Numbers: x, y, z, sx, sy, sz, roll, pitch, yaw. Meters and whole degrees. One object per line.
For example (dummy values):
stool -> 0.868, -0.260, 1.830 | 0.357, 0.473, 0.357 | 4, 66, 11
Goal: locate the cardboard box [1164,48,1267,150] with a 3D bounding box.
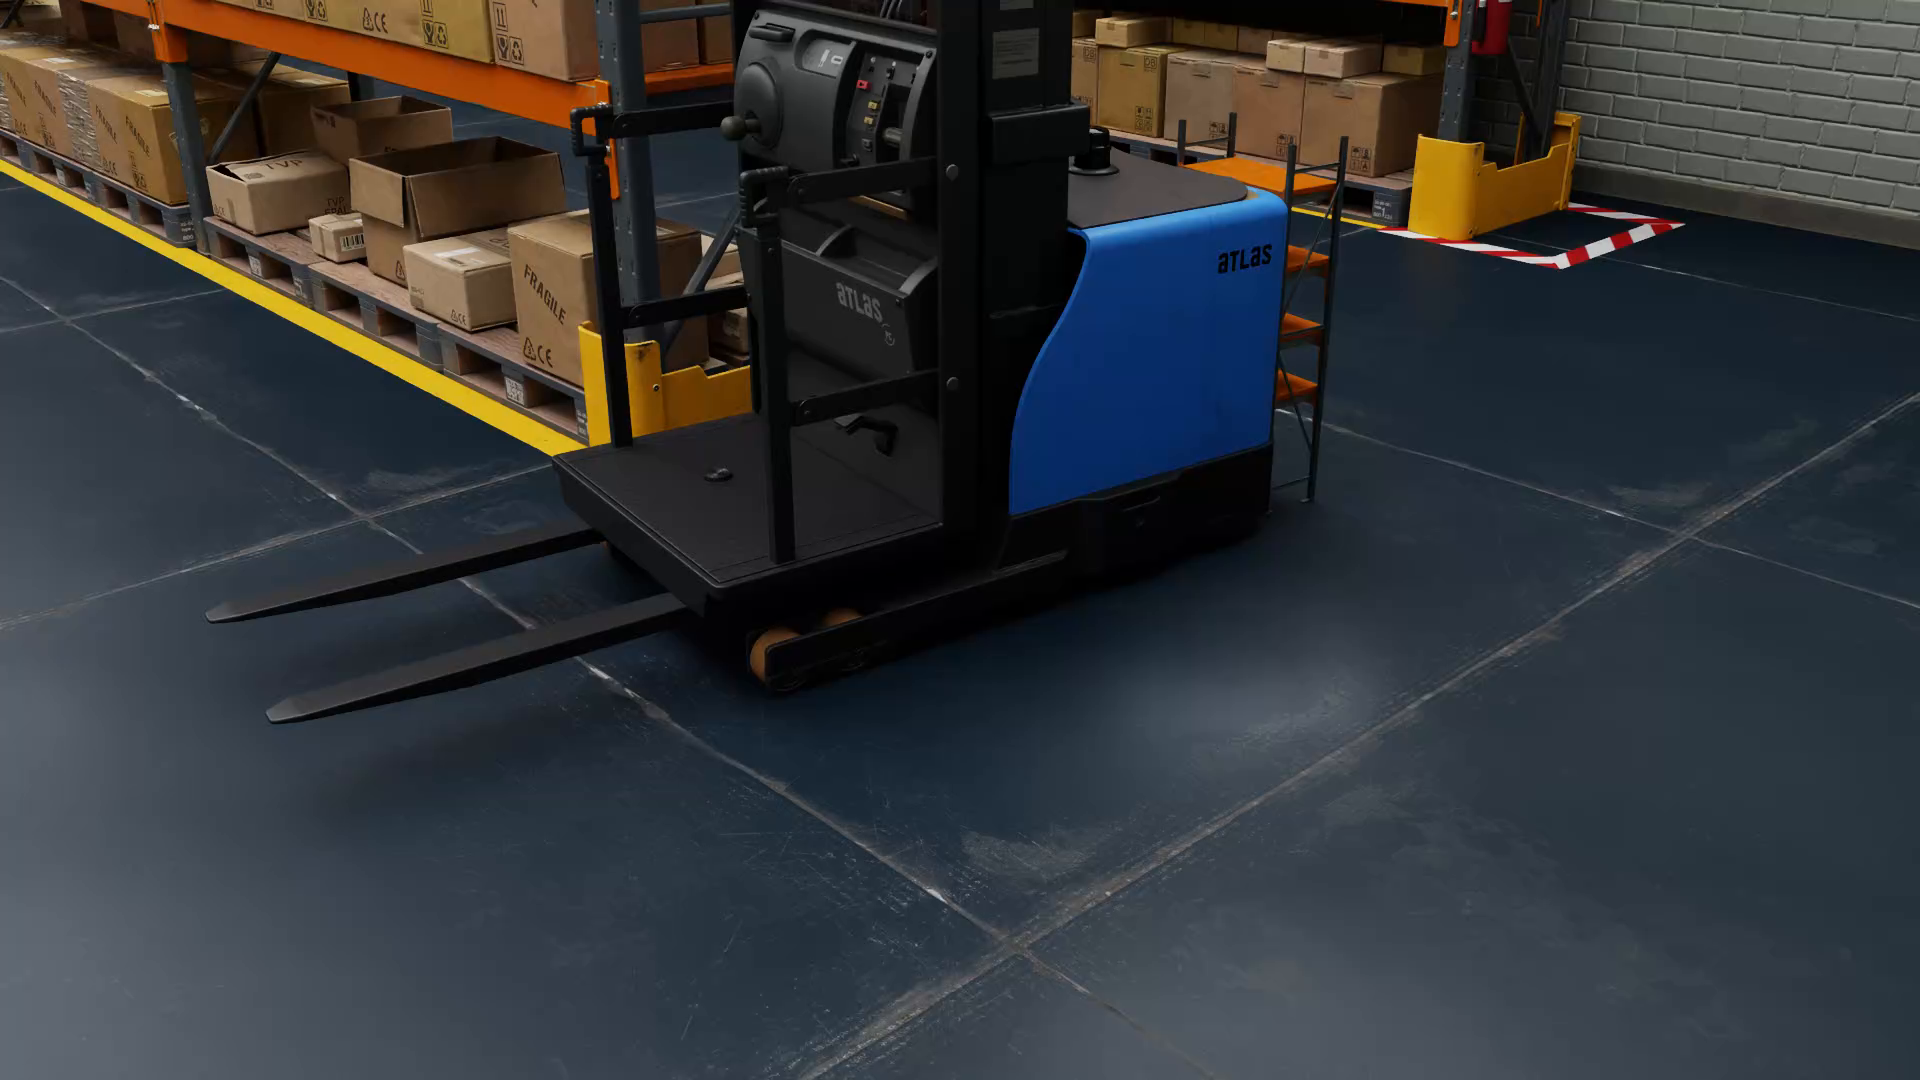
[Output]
cardboard box -> 1.650, -2.678, 10.012 | 0.500, 0.500, 0.700 | 23, 33, 40

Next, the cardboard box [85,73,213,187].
cardboard box -> -4.337, -2.225, 8.996 | 0.500, 0.500, 0.500 | -21, 32, -38

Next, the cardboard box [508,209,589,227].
cardboard box -> -1.573, -1.228, 7.110 | 0.500, 0.250, 0.500 | -21, 32, -38

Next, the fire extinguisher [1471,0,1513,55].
fire extinguisher -> 2.654, -2.755, 8.218 | 0.296, 0.674, 0.183 | -21, 32, -38

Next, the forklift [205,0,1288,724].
forklift -> -0.519, -1.185, 4.315 | 3.031, 2.935, 1.130 | -16, 29, -31

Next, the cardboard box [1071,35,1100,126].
cardboard box -> 0.932, -2.994, 10.704 | 0.700, 0.500, 0.500 | -22, 32, -39

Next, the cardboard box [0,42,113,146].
cardboard box -> -5.390, -2.688, 10.009 | 0.500, 0.500, 0.500 | -22, 32, -39

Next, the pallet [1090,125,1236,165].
pallet -> 1.455, -2.458, 10.383 | 1.003, 0.211, 1.213 | -21, 32, -38

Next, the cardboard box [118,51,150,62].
cardboard box -> -4.666, -2.686, 10.006 | 0.500, 0.500, 0.500 | 22, 33, 40

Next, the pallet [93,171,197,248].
pallet -> -4.043, -1.909, 9.181 | 1.003, 0.211, 1.213 | -21, 32, -38

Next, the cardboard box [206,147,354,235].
cardboard box -> -3.330, -1.730, 8.139 | 0.500, 0.311, 0.500 | -21, 32, -38

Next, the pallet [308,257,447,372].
pallet -> -2.152, -1.095, 7.397 | 1.003, 0.211, 1.213 | -21, 32, -38

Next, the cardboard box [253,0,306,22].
cardboard box -> -2.617, -2.450, 6.885 | 0.500, 0.500, 0.500 | -21, 32, -39

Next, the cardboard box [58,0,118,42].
cardboard box -> -5.341, -3.325, 10.504 | 0.500, 0.250, 0.500 | -20, 31, -37

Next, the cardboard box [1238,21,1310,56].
cardboard box -> 1.876, -2.994, 9.924 | 0.380, 0.149, 0.250 | -21, 32, -38

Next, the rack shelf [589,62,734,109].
rack shelf -> -2.092, -2.098, 6.866 | 0.919, 0.124, 3.809 | -21, 32, -38

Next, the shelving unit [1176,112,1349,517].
shelving unit -> 0.938, -0.736, 5.418 | 0.258, 1.200, 0.503 | -16, 29, -31

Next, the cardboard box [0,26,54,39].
cardboard box -> -6.091, -2.998, 10.689 | 0.500, 0.500, 0.500 | -20, 31, -36

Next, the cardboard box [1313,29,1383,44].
cardboard box -> 2.221, -2.841, 9.589 | 0.380, 0.149, 0.250 | -21, 32, -38

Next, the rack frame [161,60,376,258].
rack frame -> -3.459, -2.942, 8.085 | 1.000, 3.000, 0.127 | -21, 32, -38

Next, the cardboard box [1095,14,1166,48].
cardboard box -> 1.048, -3.128, 10.217 | 0.380, 0.149, 0.250 | -22, 33, -40

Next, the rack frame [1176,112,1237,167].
rack frame -> 0.799, -0.819, 5.601 | 0.240, 1.200, 0.015 | -16, 29, -31

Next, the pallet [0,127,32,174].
pallet -> -5.710, -2.648, 10.801 | 1.003, 0.211, 1.213 | -21, 32, -38

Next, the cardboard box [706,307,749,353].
cardboard box -> -0.761, -0.858, 6.421 | 0.380, 0.149, 0.250 | -21, 32, -38

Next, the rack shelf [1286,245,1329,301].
rack shelf -> 0.938, -0.879, 5.353 | 0.258, 0.148, 0.480 | -16, 29, -31

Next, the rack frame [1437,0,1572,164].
rack frame -> 2.888, -3.137, 8.512 | 1.000, 3.000, 0.127 | -21, 32, -38

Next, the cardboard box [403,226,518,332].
cardboard box -> -1.904, -1.071, 6.766 | 0.500, 0.250, 0.500 | -21, 32, -38

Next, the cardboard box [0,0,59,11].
cardboard box -> -6.702, -3.748, 11.983 | 0.500, 0.311, 0.500 | -22, 33, -40

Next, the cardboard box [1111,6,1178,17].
cardboard box -> 1.179, -3.303, 10.601 | 0.380, 0.149, 0.250 | -23, 33, -40

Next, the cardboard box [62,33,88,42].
cardboard box -> -5.383, -3.000, 10.694 | 0.500, 0.500, 0.500 | -20, 31, -37

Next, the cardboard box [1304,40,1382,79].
cardboard box -> 2.116, -2.657, 9.183 | 0.380, 0.149, 0.250 | -22, 32, -39

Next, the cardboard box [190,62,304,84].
cardboard box -> -3.985, -2.379, 9.333 | 0.500, 0.500, 0.500 | -21, 32, -38

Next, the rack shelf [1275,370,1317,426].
rack shelf -> 0.938, -0.494, 5.528 | 0.258, 0.148, 0.480 | -16, 29, -31

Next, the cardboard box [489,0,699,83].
cardboard box -> -1.230, -1.834, 5.536 | 0.500, 0.500, 0.500 | -20, 31, -37

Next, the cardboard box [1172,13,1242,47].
cardboard box -> 1.528, -3.149, 10.262 | 0.380, 0.149, 0.250 | -22, 32, -39

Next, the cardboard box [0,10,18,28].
cardboard box -> -6.731, -3.438, 11.304 | 0.500, 0.311, 0.500 | -20, 31, -37

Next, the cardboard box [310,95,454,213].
cardboard box -> -2.863, -1.913, 8.311 | 0.500, 0.500, 0.500 | -21, 32, -38

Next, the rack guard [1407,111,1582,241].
rack guard -> 2.905, -1.992, 9.015 | 1.175, 0.500, 0.348 | -21, 32, -38

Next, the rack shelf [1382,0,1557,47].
rack shelf -> 1.521, -3.415, 9.989 | 1.077, 0.370, 4.000 | -21, 32, -38
